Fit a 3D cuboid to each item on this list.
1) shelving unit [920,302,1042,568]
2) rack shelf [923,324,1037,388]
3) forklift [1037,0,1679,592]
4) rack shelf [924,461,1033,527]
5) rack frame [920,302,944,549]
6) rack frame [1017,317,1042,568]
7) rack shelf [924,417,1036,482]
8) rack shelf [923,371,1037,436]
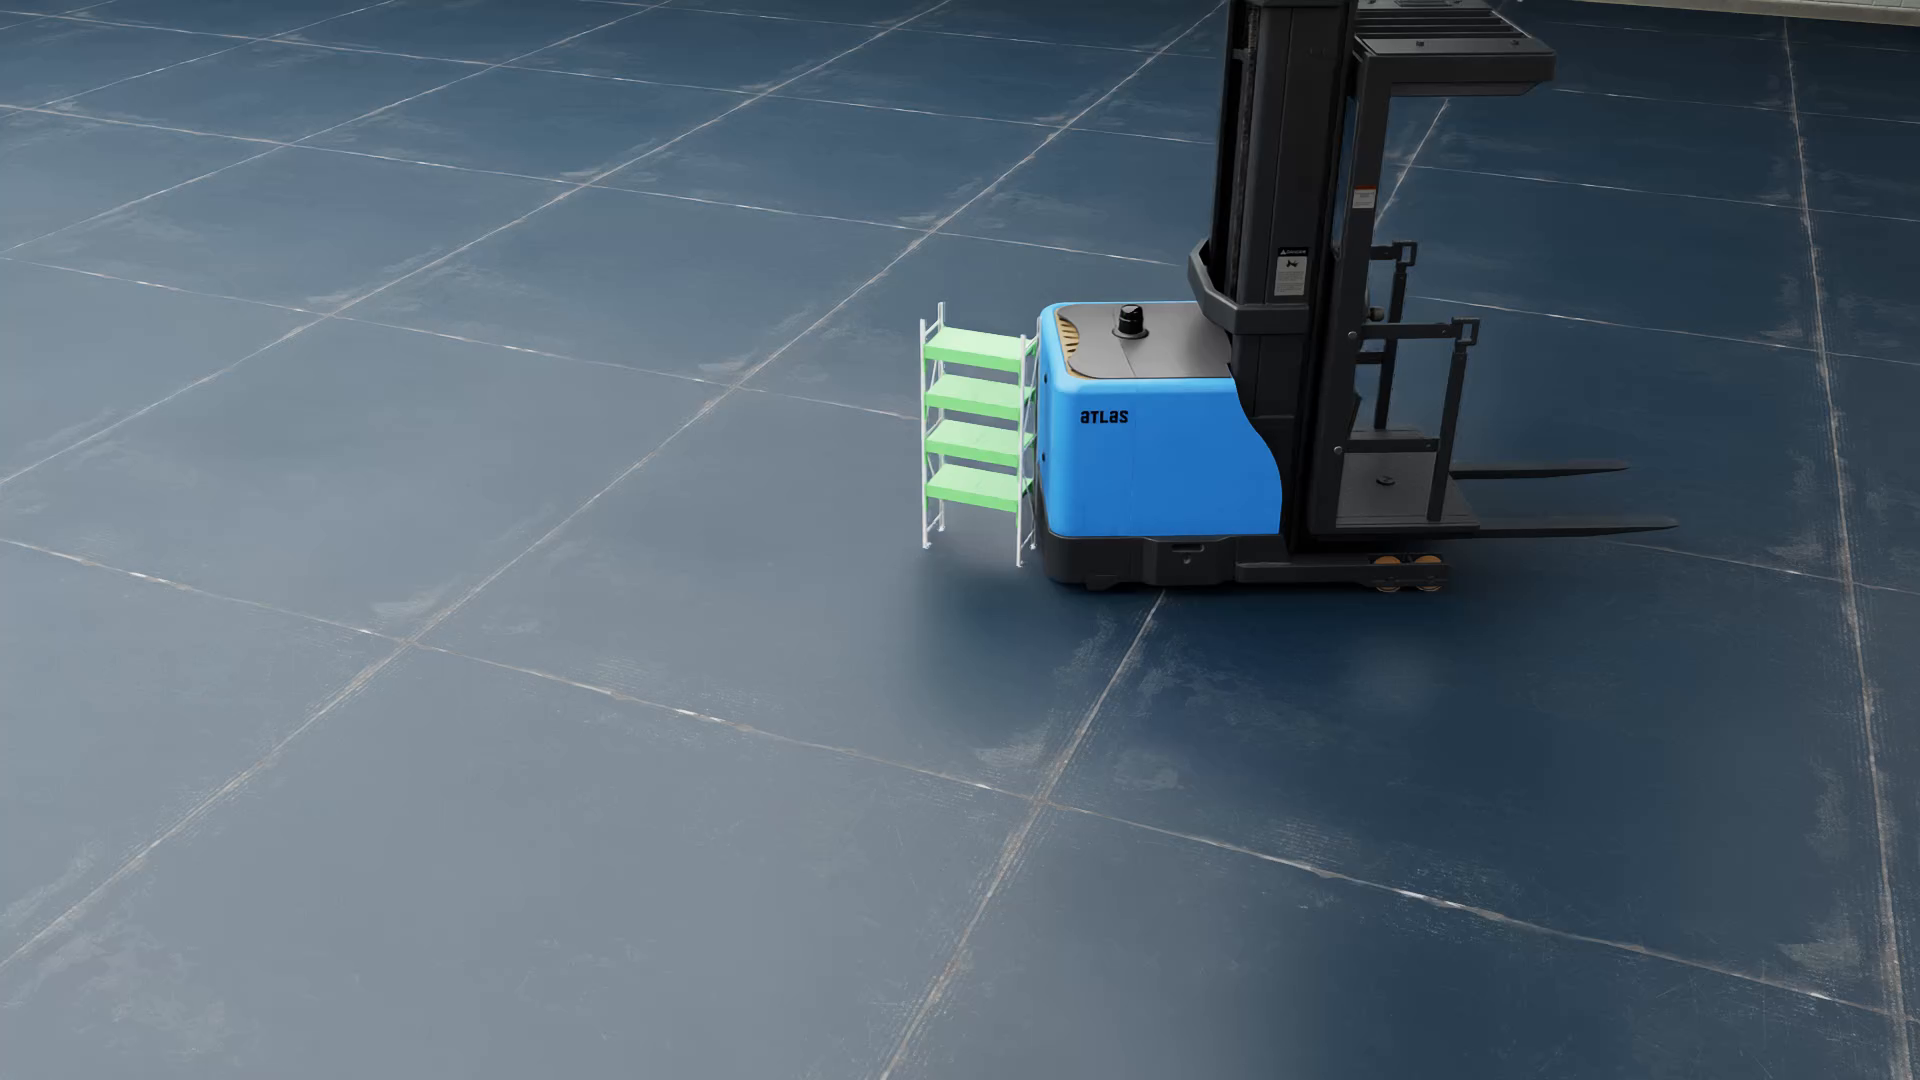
[{"bbox_3d":[0.097,-0.489,7.896,0.503,1.200,0.258,11,31,19],"label":"shelving unit"},{"bbox_3d":[0.097,-0.852,7.692,0.480,0.148,0.258,11,31,19],"label":"rack shelf"},{"bbox_3d":[1.905,-1.292,7.557,3.031,2.935,1.130,-1,29,-2],"label":"forklift"},{"bbox_3d":[0.097,-0.225,8.046,0.480,0.148,0.258,11,31,19],"label":"rack shelf"},{"bbox_3d":[-0.130,-0.533,7.974,0.015,1.200,0.240,11,31,19],"label":"rack frame"},{"bbox_3d":[0.324,-0.445,7.819,0.015,1.200,0.240,11,31,19],"label":"rack frame"},{"bbox_3d":[0.097,-0.434,7.928,0.480,0.148,0.258,11,31,19],"label":"rack shelf"},{"bbox_3d":[0.097,-0.643,7.810,0.480,0.148,0.258,11,31,19],"label":"rack shelf"}]
